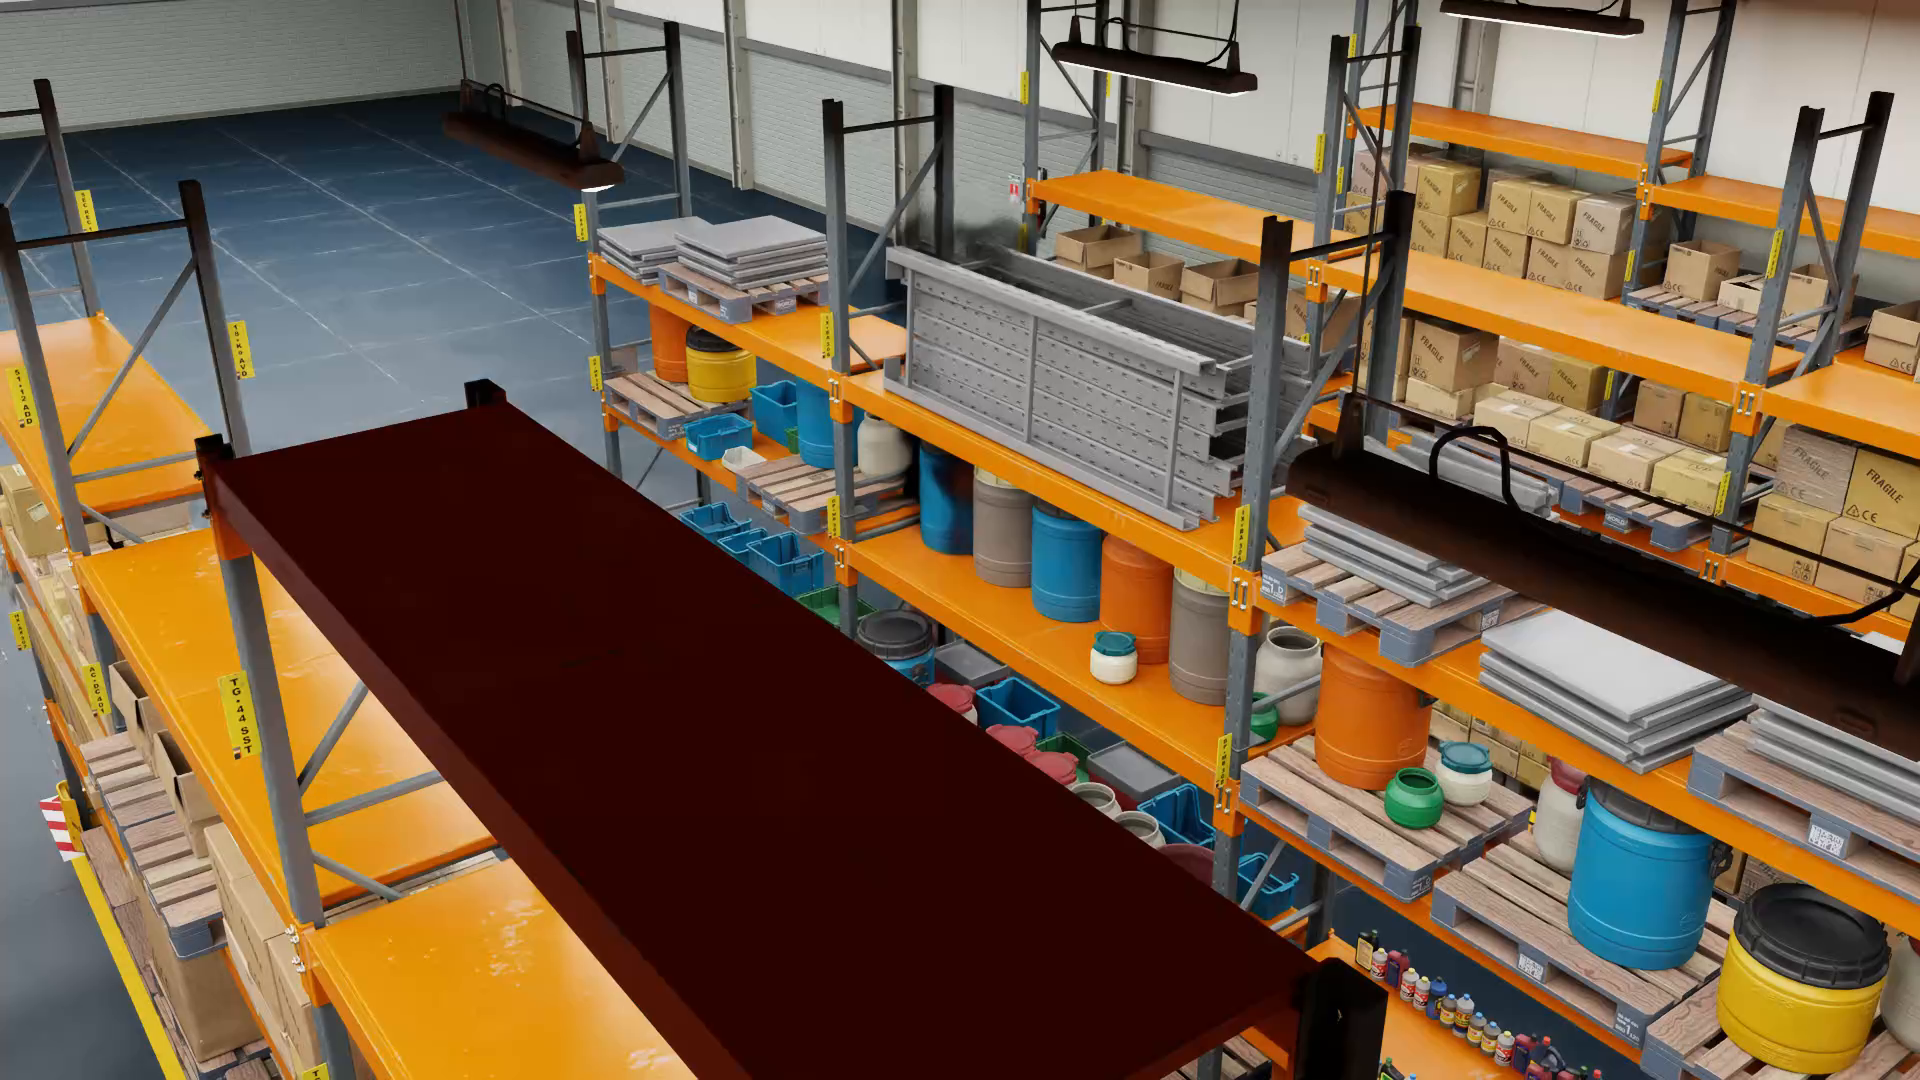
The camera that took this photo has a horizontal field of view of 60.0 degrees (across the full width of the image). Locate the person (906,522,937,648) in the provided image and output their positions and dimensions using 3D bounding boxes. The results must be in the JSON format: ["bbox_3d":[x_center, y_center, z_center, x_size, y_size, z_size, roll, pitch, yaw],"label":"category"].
[{"bbox_3d":[-0.357,0.528,15.904,0.581,1.630,0.540,-22,32,-39],"label":"person"}]

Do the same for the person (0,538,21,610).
[{"bbox_3d":[-9.489,0.136,16.736,0.716,1.712,0.574,-6,25,-12],"label":"person"}]
